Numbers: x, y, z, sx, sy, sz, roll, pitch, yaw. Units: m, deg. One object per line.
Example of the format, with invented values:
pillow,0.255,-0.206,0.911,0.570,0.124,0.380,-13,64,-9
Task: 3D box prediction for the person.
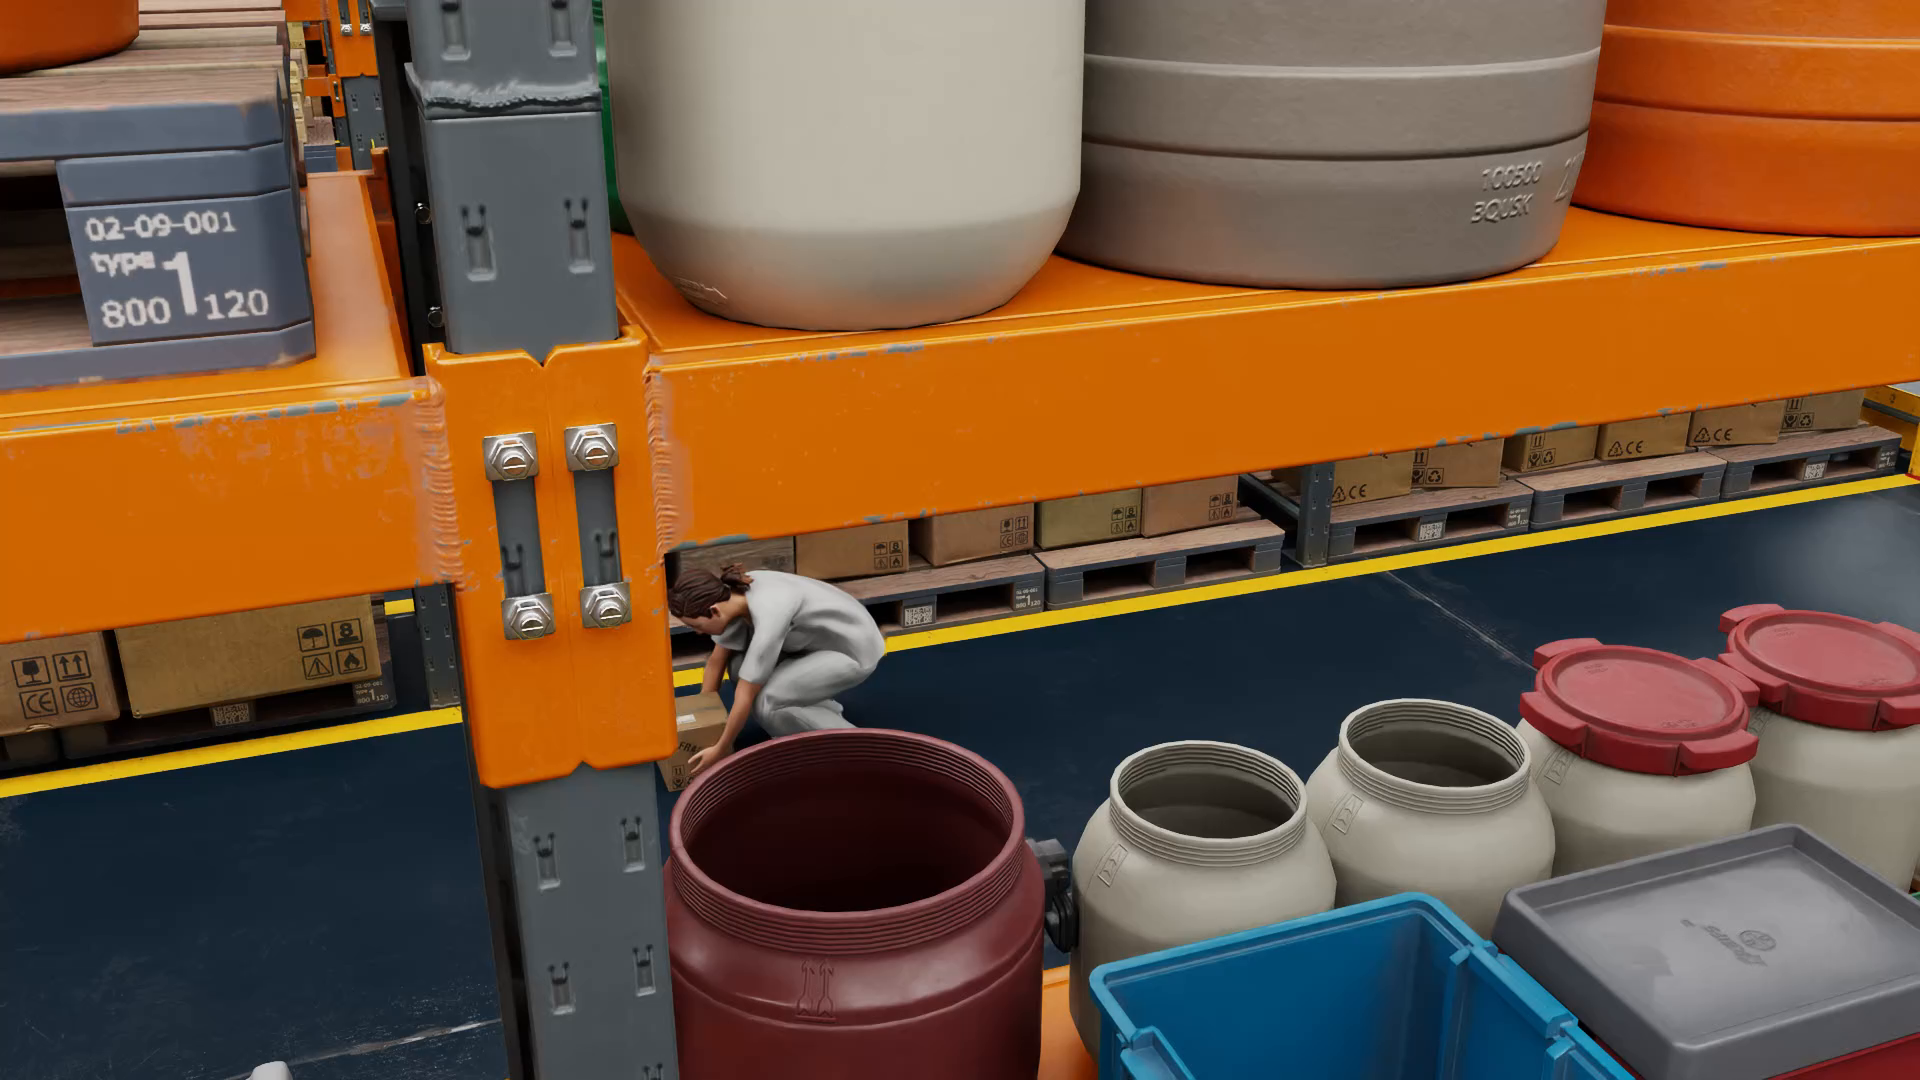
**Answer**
person,-0.671,0.435,6.150,0.801,0.834,0.483,-8,24,-19
